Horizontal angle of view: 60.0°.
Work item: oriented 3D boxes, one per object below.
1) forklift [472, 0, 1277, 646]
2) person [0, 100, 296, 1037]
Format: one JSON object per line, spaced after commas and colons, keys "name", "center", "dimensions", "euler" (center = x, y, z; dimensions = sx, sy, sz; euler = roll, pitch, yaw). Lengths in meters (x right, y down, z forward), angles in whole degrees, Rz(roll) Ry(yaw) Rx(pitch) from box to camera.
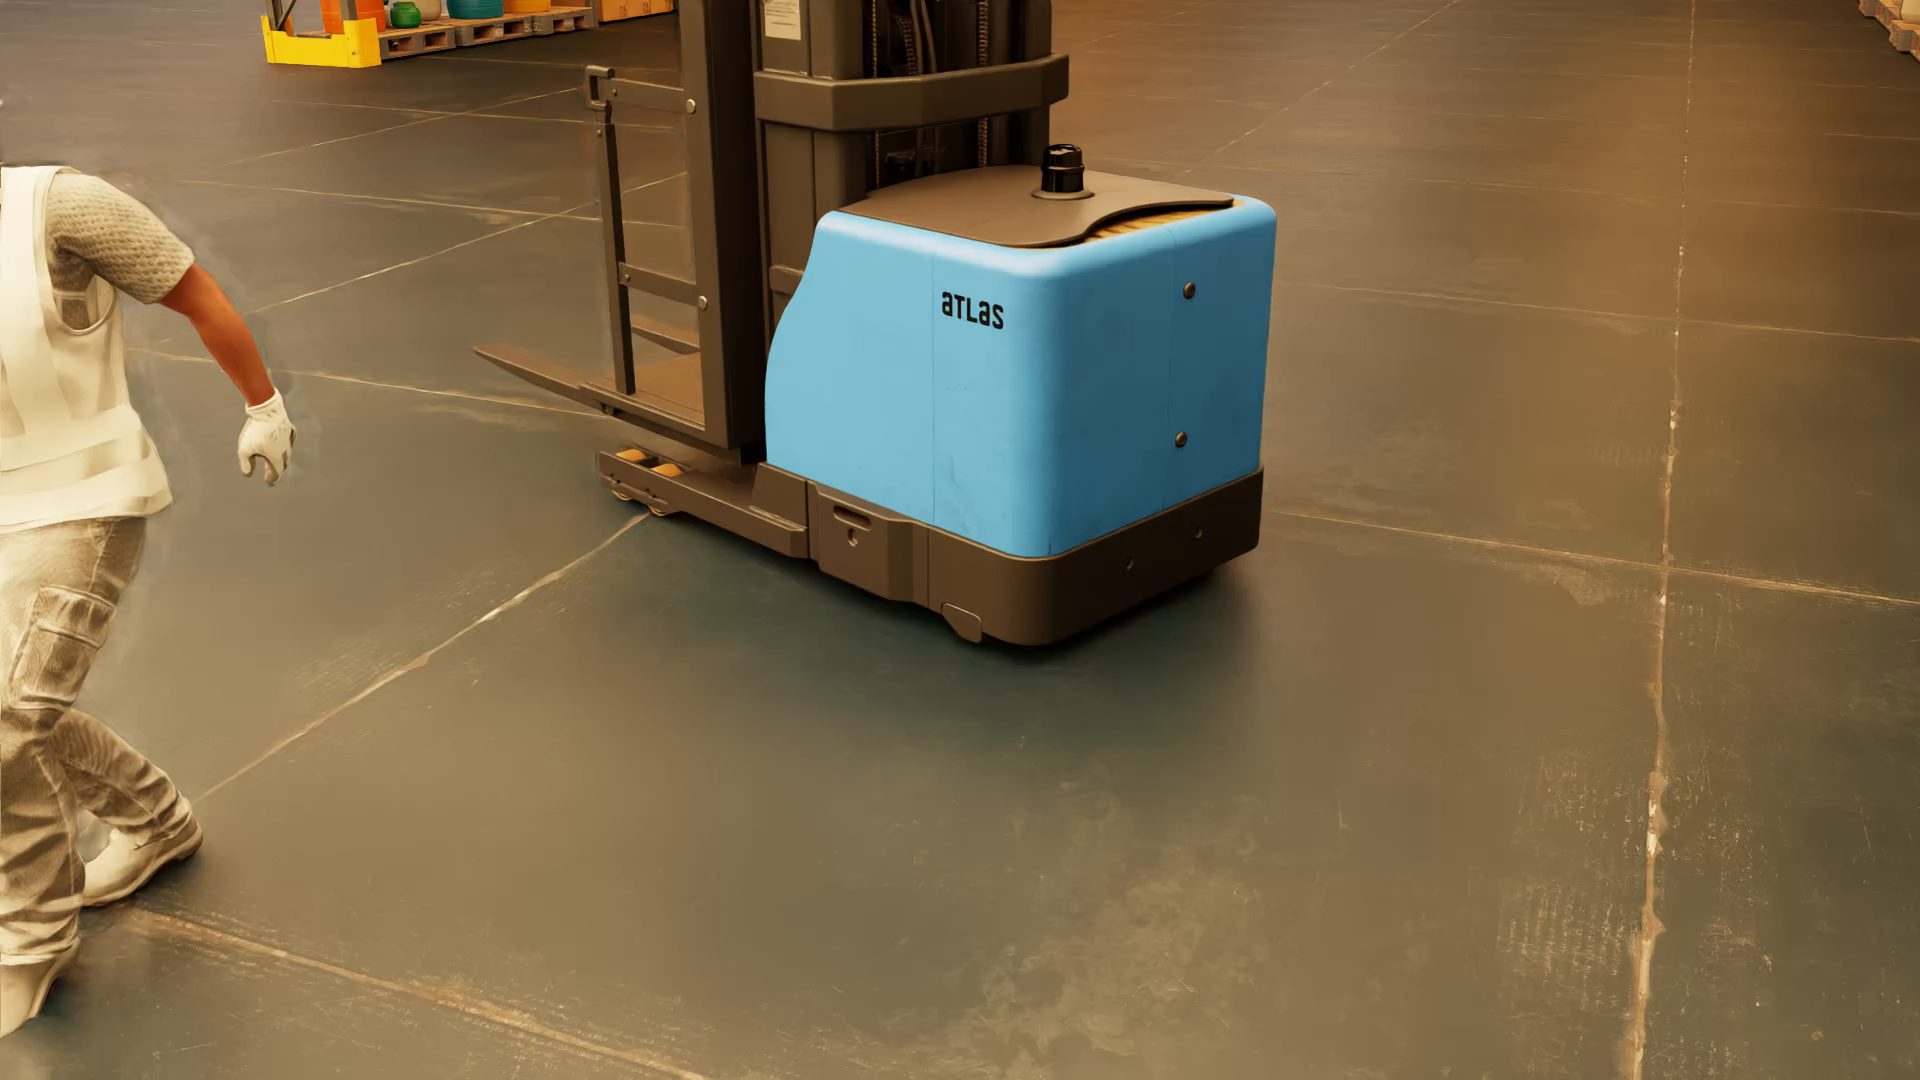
{"name": "forklift", "center": [-0.523, -1.552, 5.004], "dimensions": [3.031, 2.935, 1.130], "euler": [21, 30, 40]}
{"name": "person", "center": [-1.689, -0.025, 3.002], "dimensions": [0.620, 1.775, 0.869], "euler": [7, 24, 16]}
